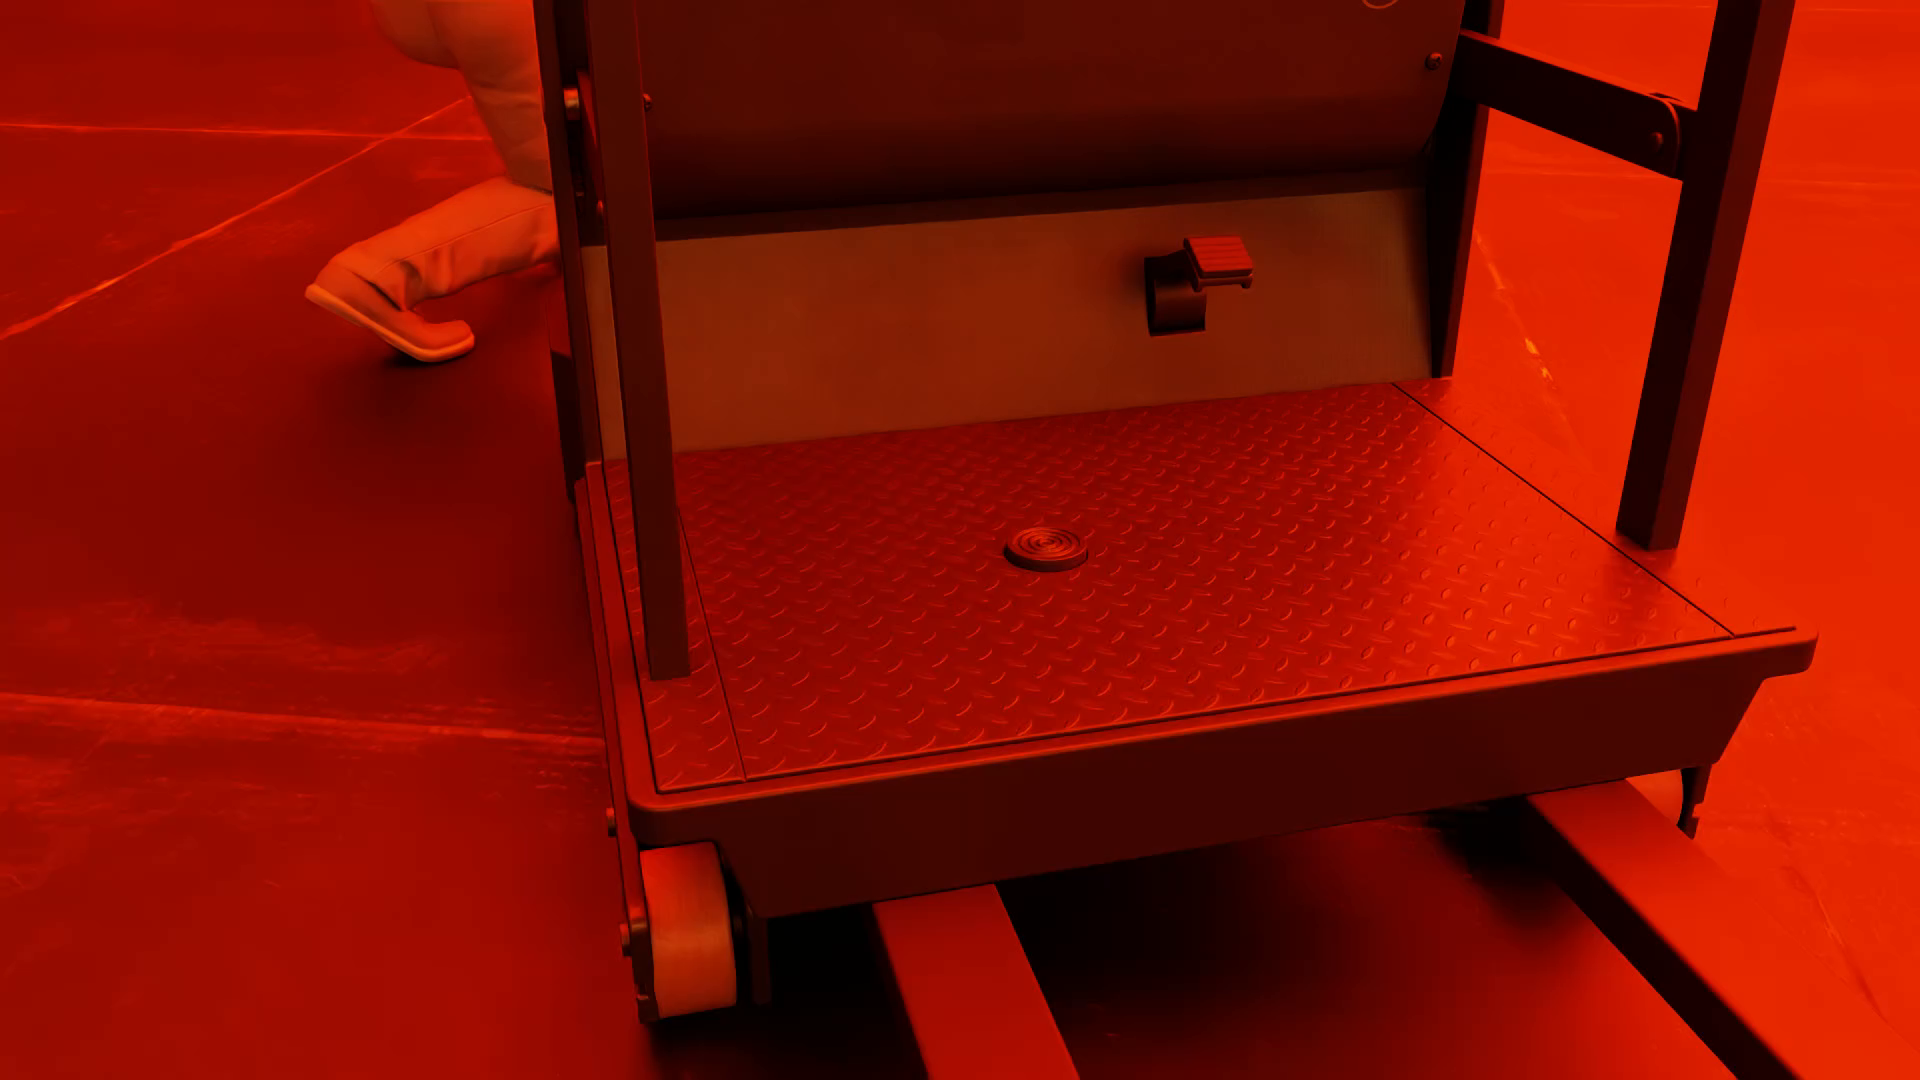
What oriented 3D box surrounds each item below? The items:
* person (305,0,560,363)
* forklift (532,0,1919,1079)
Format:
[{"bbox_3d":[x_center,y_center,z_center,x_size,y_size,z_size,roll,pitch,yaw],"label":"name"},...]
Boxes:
[{"bbox_3d":[-1.186,-1.149,3.238,1.029,1.459,0.920,10,28,20],"label":"person"},{"bbox_3d":[0.153,-1.049,1.319,1.130,2.935,3.031,-7,27,-13],"label":"forklift"}]
